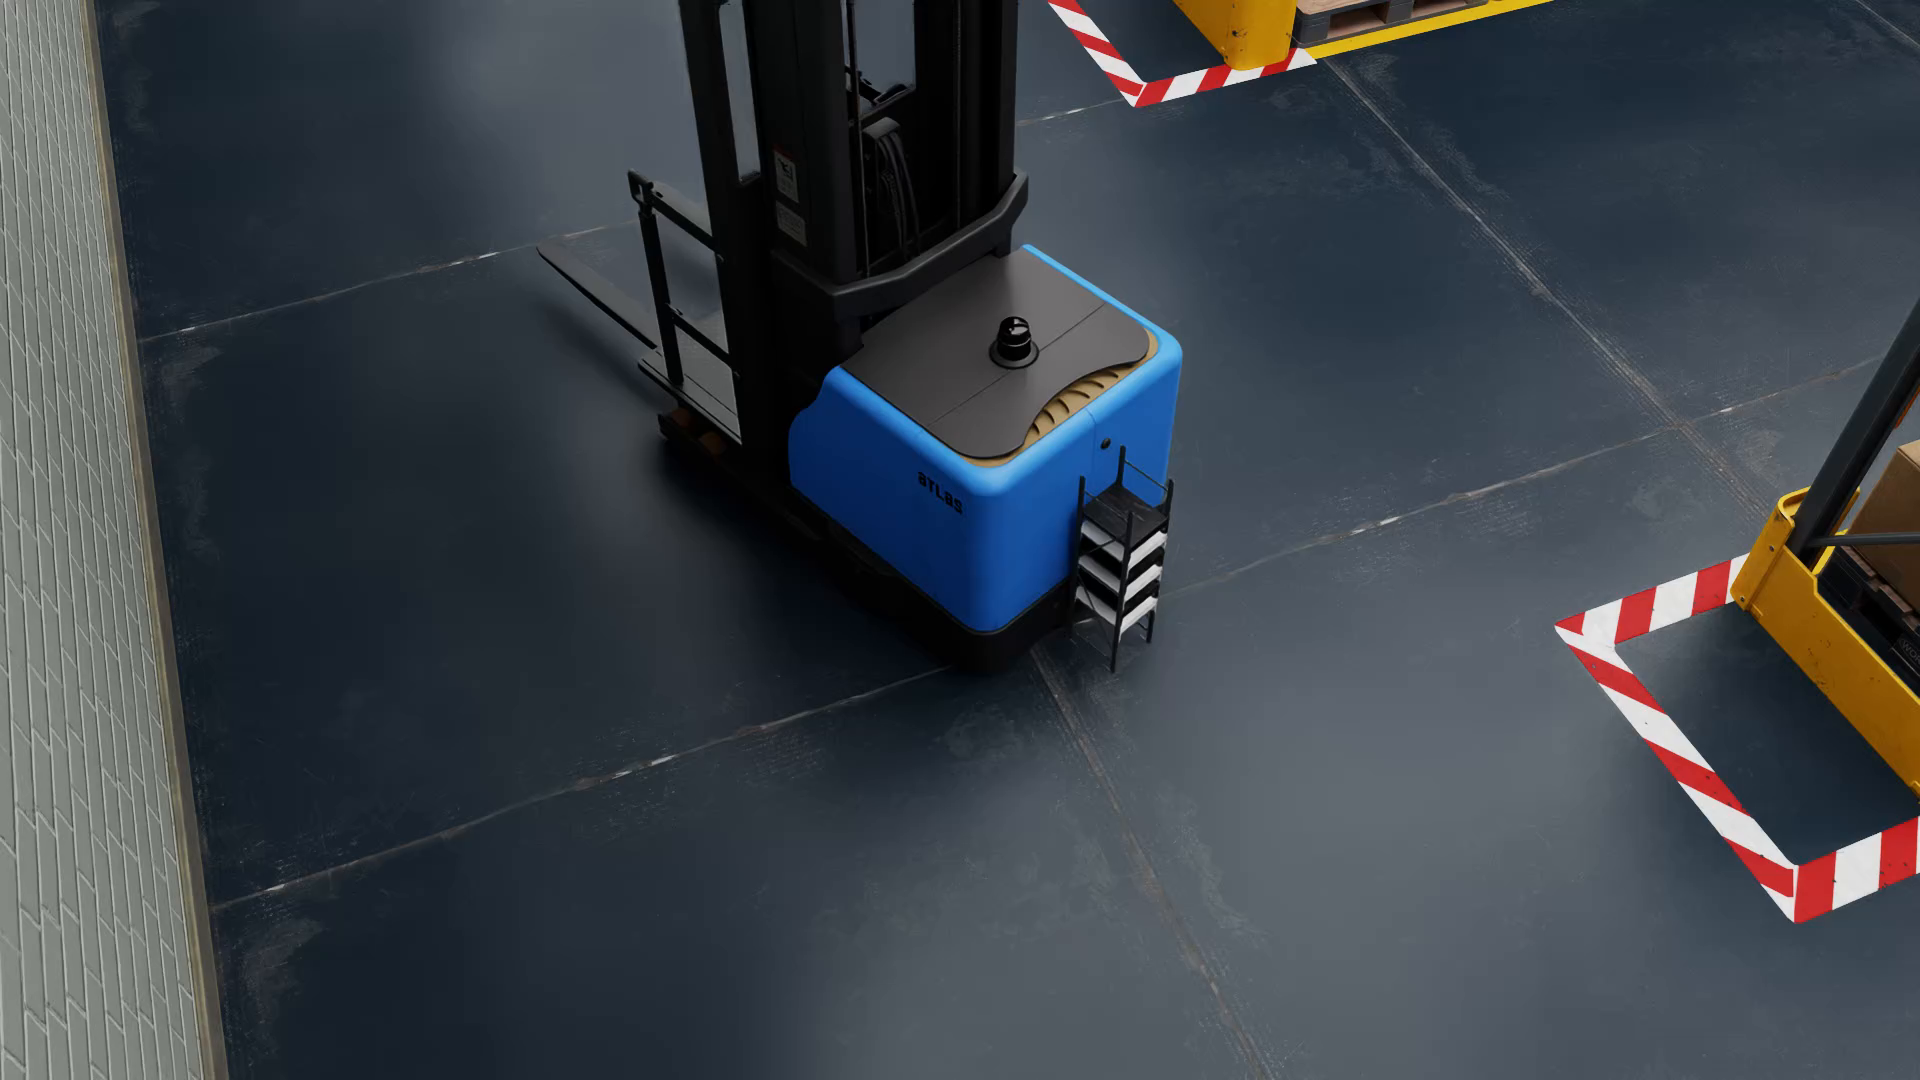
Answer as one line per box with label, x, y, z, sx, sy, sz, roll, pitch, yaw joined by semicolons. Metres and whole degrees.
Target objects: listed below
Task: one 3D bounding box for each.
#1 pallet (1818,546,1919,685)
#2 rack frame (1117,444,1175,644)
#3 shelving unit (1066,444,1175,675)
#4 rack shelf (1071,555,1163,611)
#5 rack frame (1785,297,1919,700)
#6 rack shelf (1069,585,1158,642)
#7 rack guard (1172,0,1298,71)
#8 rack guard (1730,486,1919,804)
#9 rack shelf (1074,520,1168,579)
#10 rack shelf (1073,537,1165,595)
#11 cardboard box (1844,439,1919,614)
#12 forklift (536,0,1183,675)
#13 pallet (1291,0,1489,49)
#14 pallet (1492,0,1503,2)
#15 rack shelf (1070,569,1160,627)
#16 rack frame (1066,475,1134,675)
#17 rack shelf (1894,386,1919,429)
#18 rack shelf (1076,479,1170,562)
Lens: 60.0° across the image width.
pallet;4.069;0.246;6.240;1.213;0.211;1.003;-17;52;-14
rack frame;0.634;0.032;5.969;0.006;0.900;0.240;-37;59;-27
shelving unit;0.561;0.086;5.923;0.210;0.900;0.258;-37;59;-27
rack shelf;0.561;0.108;5.948;0.200;0.077;0.258;-37;59;-27
rack frame;3.261;-0.411;4.966;0.127;3.000;1.000;-17;52;-14
rack shelf;0.561;0.225;6.085;0.200;0.077;0.258;-37;59;-27
rack guard;1.374;-3.061;8.890;0.348;0.500;1.175;-17;52;-14
rack guard;3.331;0.382;5.933;0.348;0.500;1.175;-17;52;-14
rack shelf;0.561;-0.009;5.812;0.200;0.077;0.258;-37;59;-27
rack shelf;0.561;0.049;5.880;0.200;0.077;0.258;-37;59;-27
cardboard box;3.671;-0.069;6.030;0.500;0.500;0.500;-17;52;-14
forklift;-0.598;-1.481;5.930;1.130;2.935;3.031;-37;58;-27
pallet;2.169;-3.192;9.193;1.213;0.211;1.003;-17;52;-14
pallet;3.297;-3.539;9.491;1.213;0.211;1.003;-17;52;-14
rack shelf;0.561;0.166;6.017;0.200;0.077;0.258;-37;59;-27
rack frame;0.488;0.140;5.877;0.006;0.900;0.240;-37;59;-27
rack shelf;5.112;-0.750;5.732;4.000;0.370;1.077;-17;52;-14
rack shelf;0.561;-0.068;5.743;0.200;0.077;0.258;-37;59;-27
